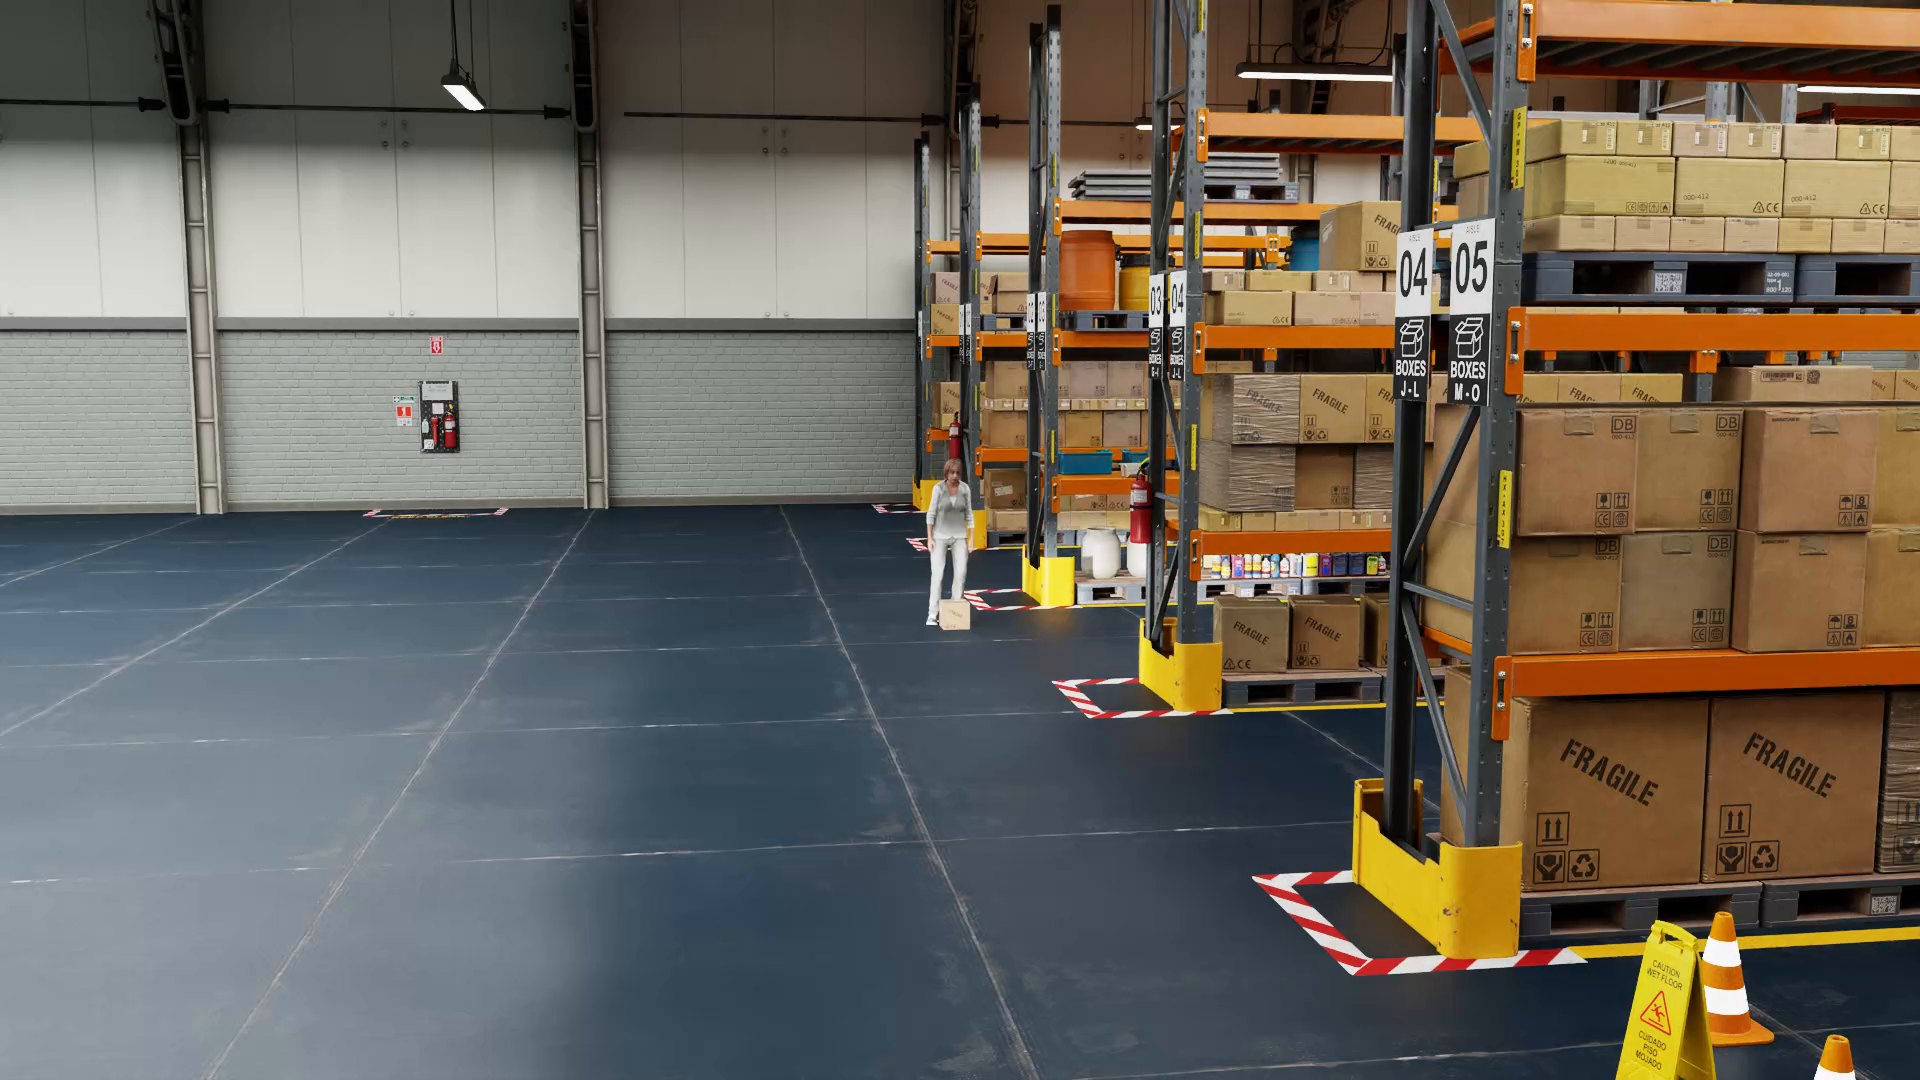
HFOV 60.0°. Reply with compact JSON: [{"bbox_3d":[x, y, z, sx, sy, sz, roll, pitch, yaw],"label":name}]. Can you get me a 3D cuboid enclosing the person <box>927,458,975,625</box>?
[{"bbox_3d":[-0.091,0.012,15.919,0.482,1.594,0.369,-1,7,-11],"label":"person"}]
